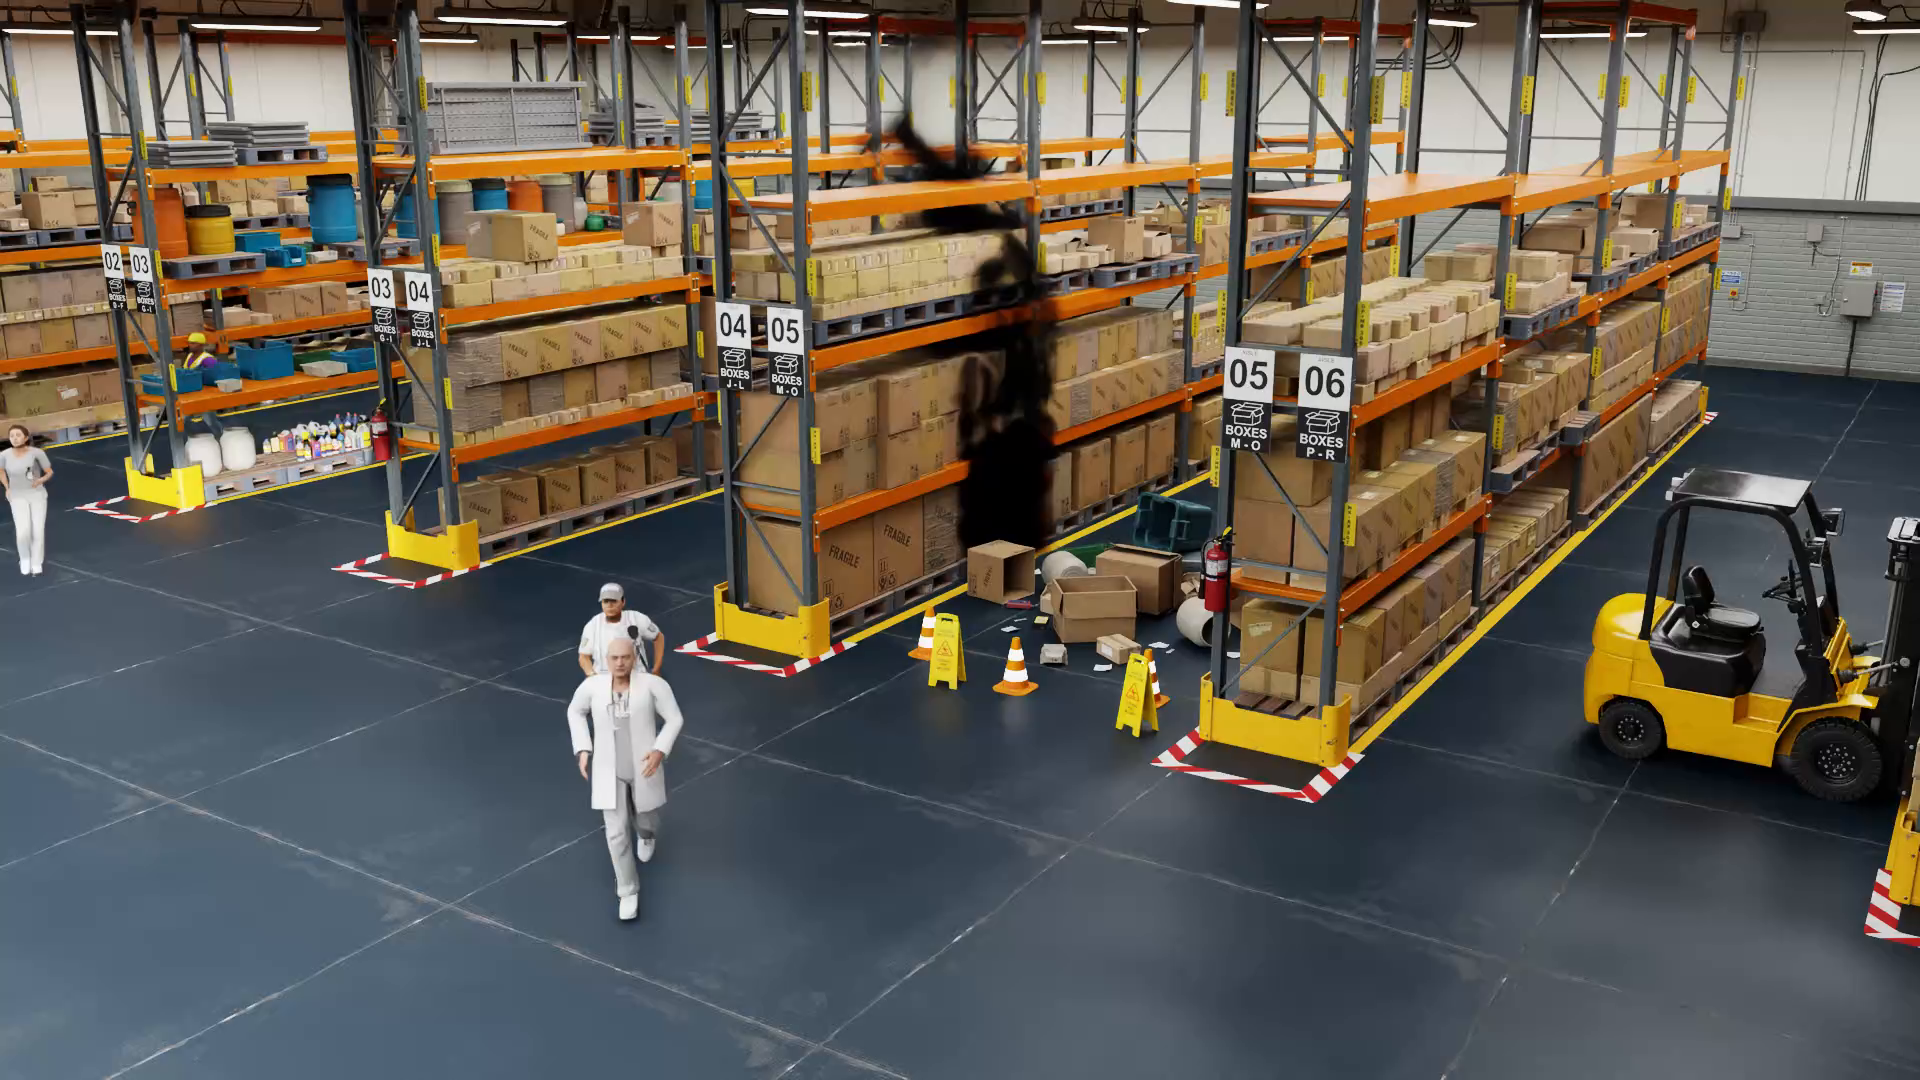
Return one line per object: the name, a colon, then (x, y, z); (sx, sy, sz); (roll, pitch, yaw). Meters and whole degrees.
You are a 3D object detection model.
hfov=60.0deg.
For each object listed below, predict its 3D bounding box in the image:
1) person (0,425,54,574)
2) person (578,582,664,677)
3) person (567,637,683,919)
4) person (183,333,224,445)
person: (-9.875, -0.417, 17.629); (0.546, 1.636, 0.608); (-7, 17, -24)
person: (-2.478, 1.105, 12.216); (0.618, 1.627, 0.561); (-2, 16, -7)
person: (-2.143, 1.455, 10.699); (0.742, 1.751, 0.934); (-2, 16, -7)
person: (-10.527, -1.972, 23.041); (0.670, 1.799, 0.728); (7, 17, 23)
